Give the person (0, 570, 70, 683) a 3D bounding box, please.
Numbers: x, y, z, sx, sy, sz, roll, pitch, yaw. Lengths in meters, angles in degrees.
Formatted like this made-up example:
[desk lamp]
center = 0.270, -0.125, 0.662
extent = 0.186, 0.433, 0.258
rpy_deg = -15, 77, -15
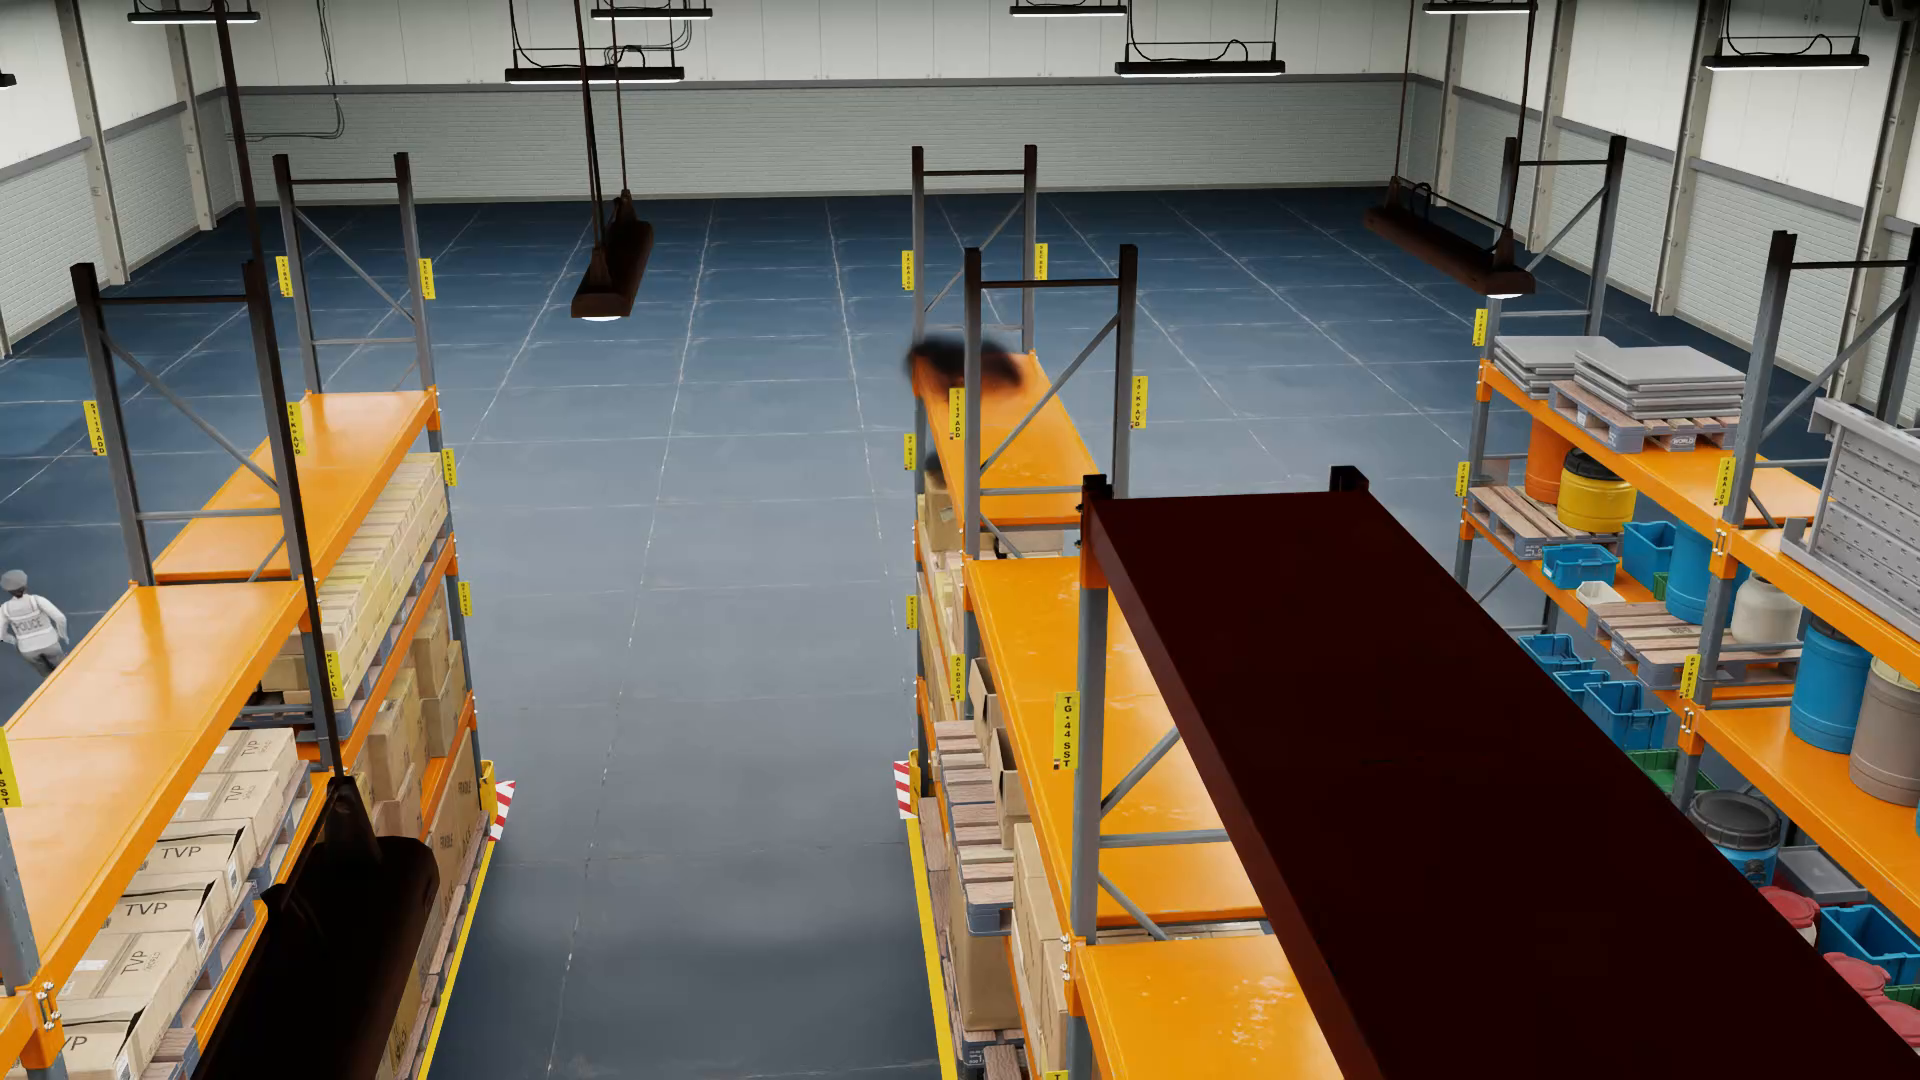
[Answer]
[person]
center = -9.296, 1.073, 16.709
extent = 0.651, 1.631, 0.535
rpy_deg = -12, 25, -28
